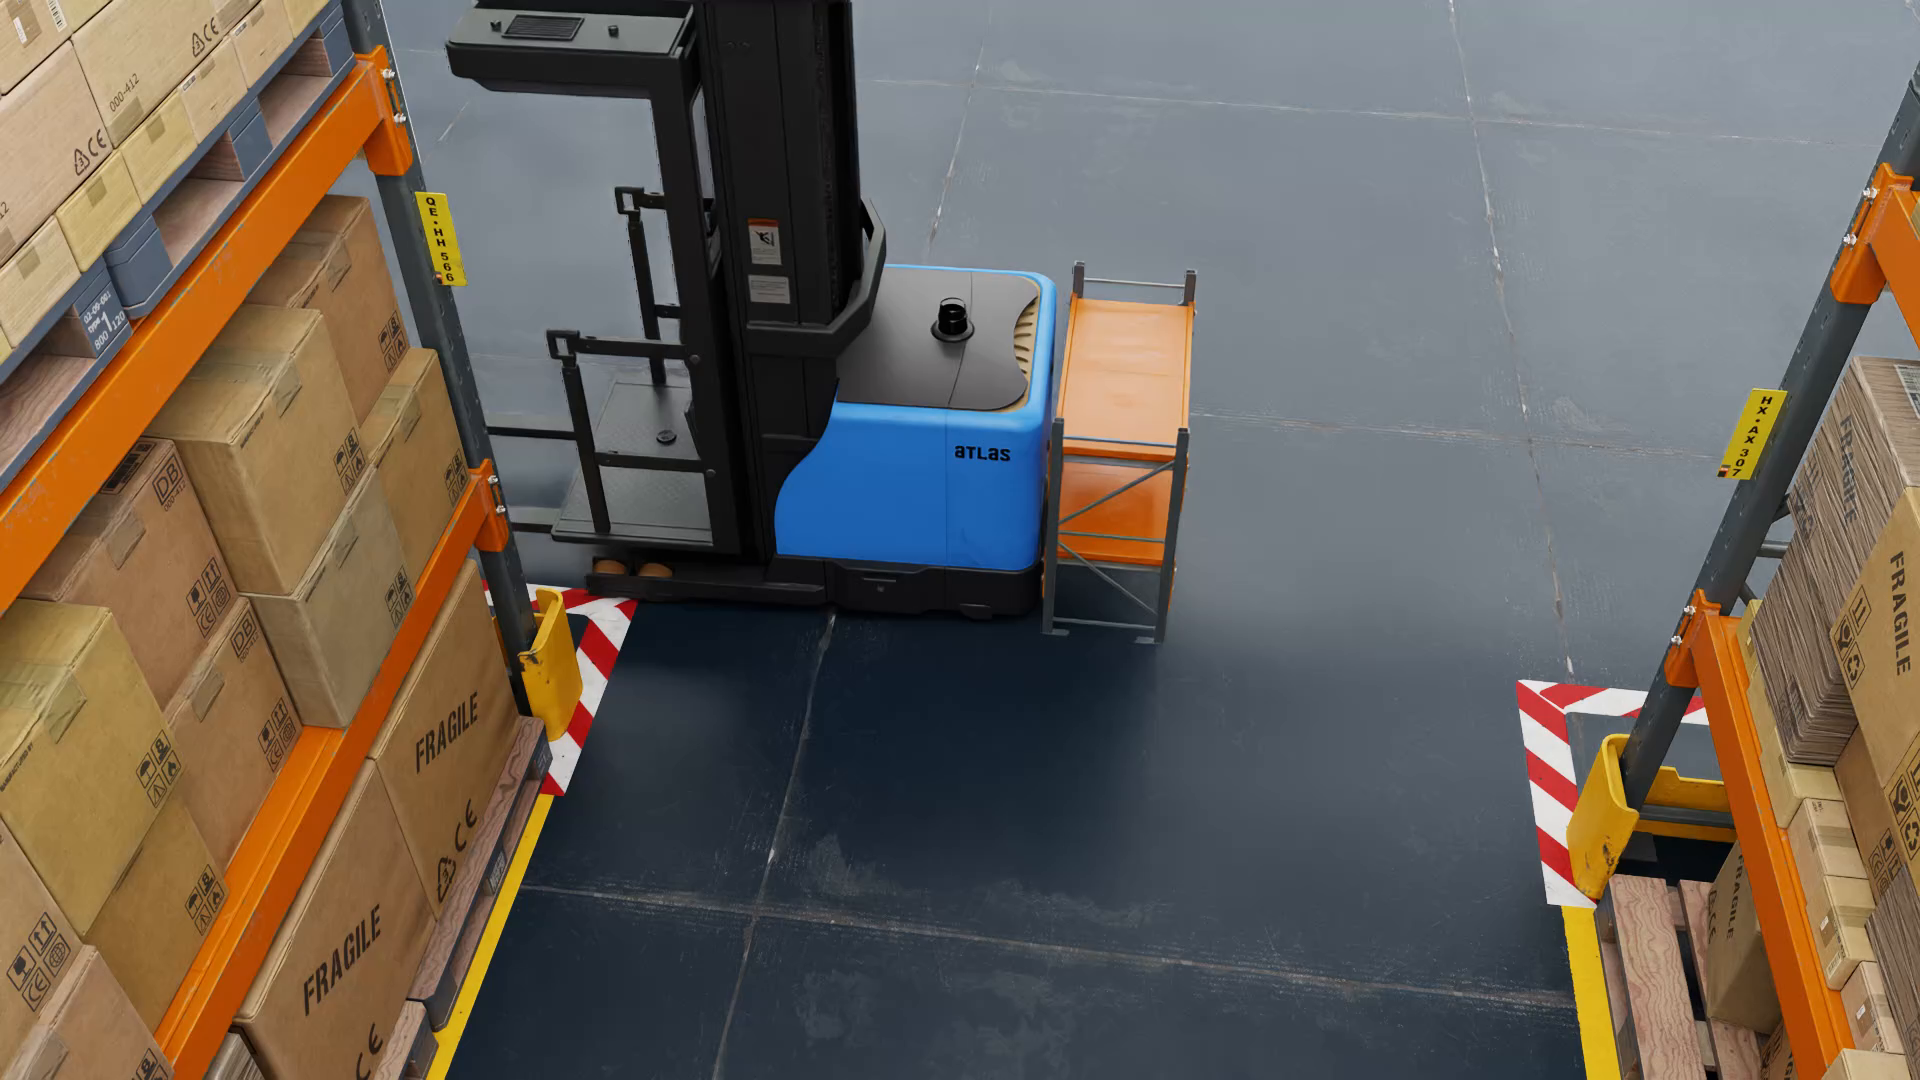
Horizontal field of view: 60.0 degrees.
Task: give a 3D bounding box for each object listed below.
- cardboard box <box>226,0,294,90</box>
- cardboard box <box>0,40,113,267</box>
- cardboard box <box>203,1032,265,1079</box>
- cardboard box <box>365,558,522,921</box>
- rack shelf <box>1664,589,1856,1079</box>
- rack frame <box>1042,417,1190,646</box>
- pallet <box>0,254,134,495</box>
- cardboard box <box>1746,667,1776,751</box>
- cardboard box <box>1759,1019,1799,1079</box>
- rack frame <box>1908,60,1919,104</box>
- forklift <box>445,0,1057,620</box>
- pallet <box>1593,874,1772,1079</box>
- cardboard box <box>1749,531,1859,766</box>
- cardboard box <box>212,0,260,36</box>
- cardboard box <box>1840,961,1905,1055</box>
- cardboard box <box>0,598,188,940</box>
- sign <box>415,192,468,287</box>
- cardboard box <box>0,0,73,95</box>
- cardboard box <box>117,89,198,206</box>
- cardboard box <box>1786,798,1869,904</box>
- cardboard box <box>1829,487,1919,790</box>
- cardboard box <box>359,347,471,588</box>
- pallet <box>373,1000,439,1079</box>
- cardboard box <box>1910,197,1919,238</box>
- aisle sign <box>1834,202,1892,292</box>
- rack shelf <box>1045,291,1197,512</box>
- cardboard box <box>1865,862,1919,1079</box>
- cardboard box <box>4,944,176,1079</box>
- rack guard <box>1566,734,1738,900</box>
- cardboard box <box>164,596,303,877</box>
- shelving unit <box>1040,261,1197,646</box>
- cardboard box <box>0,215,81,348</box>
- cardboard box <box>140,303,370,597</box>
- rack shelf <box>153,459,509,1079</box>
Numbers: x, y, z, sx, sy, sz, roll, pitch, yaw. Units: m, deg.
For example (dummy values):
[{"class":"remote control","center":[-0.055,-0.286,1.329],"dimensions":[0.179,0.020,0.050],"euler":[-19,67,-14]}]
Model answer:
[{"class":"cardboard box","center":[-1.841,-1.213,3.973],"dimensions":[0.380,0.149,0.250],"euler":[6,44,6]},{"class":"cardboard box","center":[-2.021,-0.745,3.189],"dimensions":[0.500,0.250,0.500],"euler":[5,44,5]},{"class":"cardboard box","center":[-2.360,1.852,4.352],"dimensions":[0.875,0.875,0.875],"euler":[6,44,6]},{"class":"cardboard box","center":[-2.123,0.631,5.641],"dimensions":[0.875,0.875,0.875],"euler":[5,44,6]},{"class":"rack shelf","center":[2.539,1.688,3.809],"dimensions":[1.077,0.370,4.000],"euler":[5,44,6]},{"class":"rack frame","center":[0.587,-0.010,6.442],"dimensions":[0.500,1.125,0.032],"euler":[5,44,5]},{"class":"pallet","center":[-2.346,-0.172,3.133],"dimensions":[1.003,0.211,1.213],"euler":[5,44,6]},{"class":"cardboard box","center":[2.478,0.496,4.727],"dimensions":[0.380,0.149,0.250],"euler":[5,44,6]},{"class":"cardboard box","center":[2.660,1.654,4.834],"dimensions":[0.500,0.500,0.500],"euler":[16,46,16]},{"class":"rack frame","center":[2.804,-2.114,2.938],"dimensions":[1.000,3.000,0.127],"euler":[5,44,6]},{"class":"forklift","center":[-1.138,-1.163,6.346],"dimensions":[3.031,2.935,1.130],"euler":[4,44,4]},{"class":"pallet","center":[2.651,1.679,5.323],"dimensions":[1.003,0.211,1.213],"euler":[5,44,6]},{"class":"cardboard box","center":[2.704,0.292,4.471],"dimensions":[0.875,0.500,0.500],"euler":[5,44,6]},{"class":"cardboard box","center":[-1.887,-1.428,3.910],"dimensions":[0.500,0.250,0.500],"euler":[6,44,6]},{"class":"cardboard box","center":[2.371,1.180,4.005],"dimensions":[0.380,0.149,0.250],"euler":[5,44,6]},{"class":"cardboard box","center":[-2.318,0.473,3.675],"dimensions":[0.875,0.550,0.500],"euler":[5,44,6]},{"class":"sign","center":[-1.563,-0.903,5.008],"dimensions":[0.100,0.325,0.005],"euler":[5,44,6]},{"class":"cardboard box","center":[-1.943,-0.980,3.147],"dimensions":[0.380,0.149,0.250],"euler":[5,44,6]},{"class":"cardboard box","center":[-1.909,-0.866,3.606],"dimensions":[0.380,0.149,0.250],"euler":[6,44,6]},{"class":"cardboard box","center":[2.417,0.838,4.366],"dimensions":[0.380,0.149,0.250],"euler":[5,44,6]},{"class":"cardboard box","center":[2.388,0.247,3.791],"dimensions":[0.500,0.500,0.500],"euler":[5,44,6]},{"class":"cardboard box","center":[-2.103,-0.253,5.227],"dimensions":[0.875,0.550,0.550],"euler":[5,44,6]},{"class":"pallet","center":[-2.291,1.938,5.050],"dimensions":[1.003,0.211,1.213],"euler":[5,44,6]},{"class":"cardboard box","center":[2.484,-0.666,3.699],"dimensions":[0.500,0.250,0.500],"euler":[6,44,7]},{"class":"aisle sign","center":[2.515,-0.949,4.180],"dimensions":[0.394,0.787,0.004],"euler":[5,44,6]},{"class":"rack shelf","center":[0.652,-0.569,6.607],"dimensions":[0.538,0.278,1.000],"euler":[5,44,5]},{"class":"cardboard box","center":[2.648,0.981,3.744],"dimensions":[0.875,0.500,0.500],"euler":[5,44,6]},{"class":"cardboard box","center":[-2.353,1.229,3.661],"dimensions":[0.875,0.550,0.550],"euler":[5,44,6]},{"class":"rack guard","center":[2.794,1.023,5.806],"dimensions":[1.175,0.500,0.348],"euler":[5,44,6]},{"class":"cardboard box","center":[-2.353,0.494,4.438],"dimensions":[0.875,0.550,0.550],"euler":[5,44,6]},{"class":"shelving unit","center":[0.652,-0.357,6.808],"dimensions":[0.538,1.125,1.048],"euler":[5,44,5]},{"class":"cardboard box","center":[-1.976,-0.519,3.240],"dimensions":[0.380,0.149,0.250],"euler":[6,44,6]},{"class":"cardboard box","center":[-2.168,-0.270,4.459],"dimensions":[0.875,0.550,0.550],"euler":[5,44,6]},{"class":"rack shelf","center":[-2.364,1.169,4.357],"dimensions":[1.077,0.370,4.000],"euler":[5,44,6]}]
